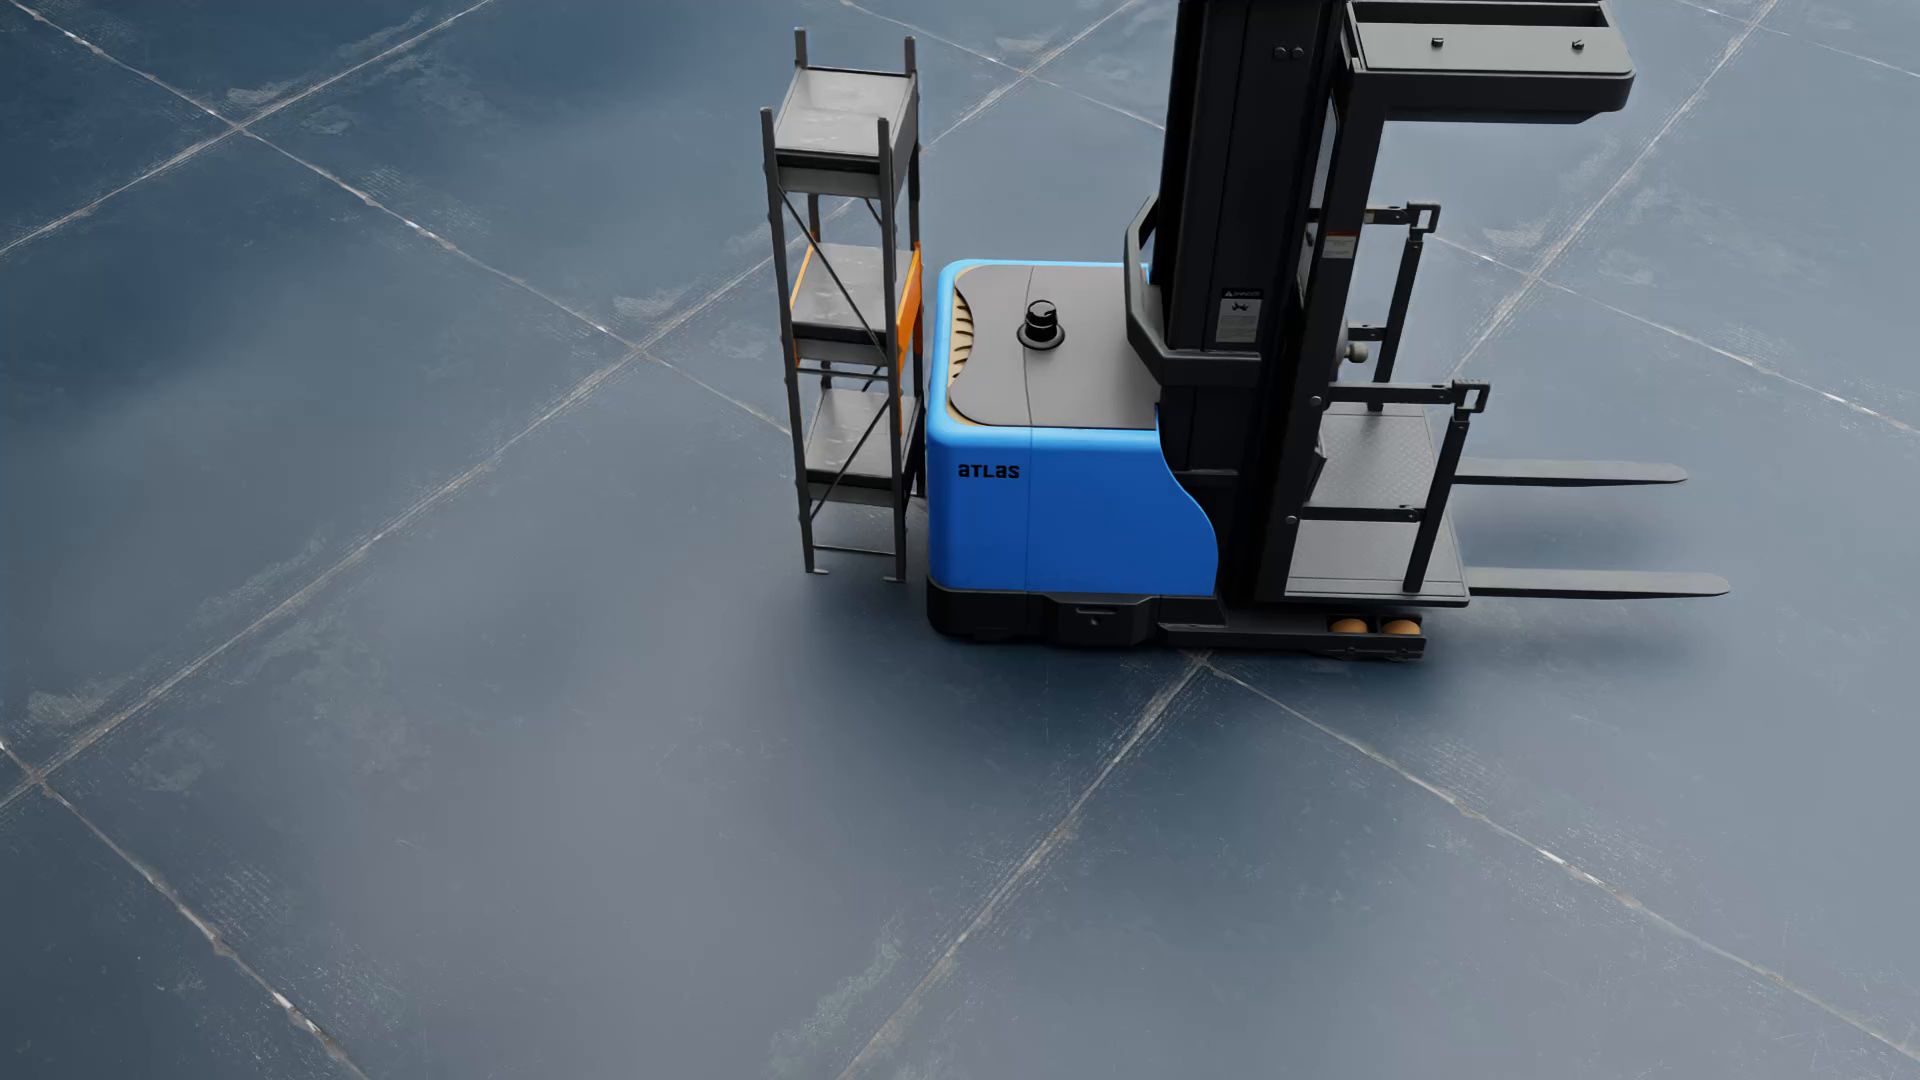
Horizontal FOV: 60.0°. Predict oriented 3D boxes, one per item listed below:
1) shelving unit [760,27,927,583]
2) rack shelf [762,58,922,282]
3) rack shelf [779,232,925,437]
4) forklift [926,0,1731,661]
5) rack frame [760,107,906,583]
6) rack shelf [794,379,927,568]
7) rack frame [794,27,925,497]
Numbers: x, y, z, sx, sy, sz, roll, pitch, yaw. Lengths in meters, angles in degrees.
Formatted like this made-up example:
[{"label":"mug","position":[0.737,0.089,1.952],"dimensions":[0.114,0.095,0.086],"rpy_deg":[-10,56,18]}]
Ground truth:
[{"label":"shelving unit","position":[-0.379,-0.754,6.018],"dimensions":[0.431,2.100,0.503],"rpy_deg":[6,47,6]},{"label":"rack shelf","position":[-0.379,-1.228,5.522],"dimensions":[0.431,0.518,0.480],"rpy_deg":[6,47,6]},{"label":"rack shelf","position":[-0.379,-0.745,6.028],"dimensions":[0.431,0.518,0.480],"rpy_deg":[6,47,6]},{"label":"forklift","position":[1.403,-0.948,5.628],"dimensions":[3.031,2.935,1.130],"rpy_deg":[2,46,1]},{"label":"rack frame","position":[-0.415,-0.580,5.852],"dimensions":[0.400,2.100,0.015],"rpy_deg":[6,47,6]},{"label":"rack shelf","position":[-0.379,-0.261,6.534],"dimensions":[0.431,0.518,0.480],"rpy_deg":[6,47,6]},{"label":"rack frame","position":[-0.343,-0.929,6.185],"dimensions":[0.400,2.100,0.015],"rpy_deg":[6,47,6]}]
